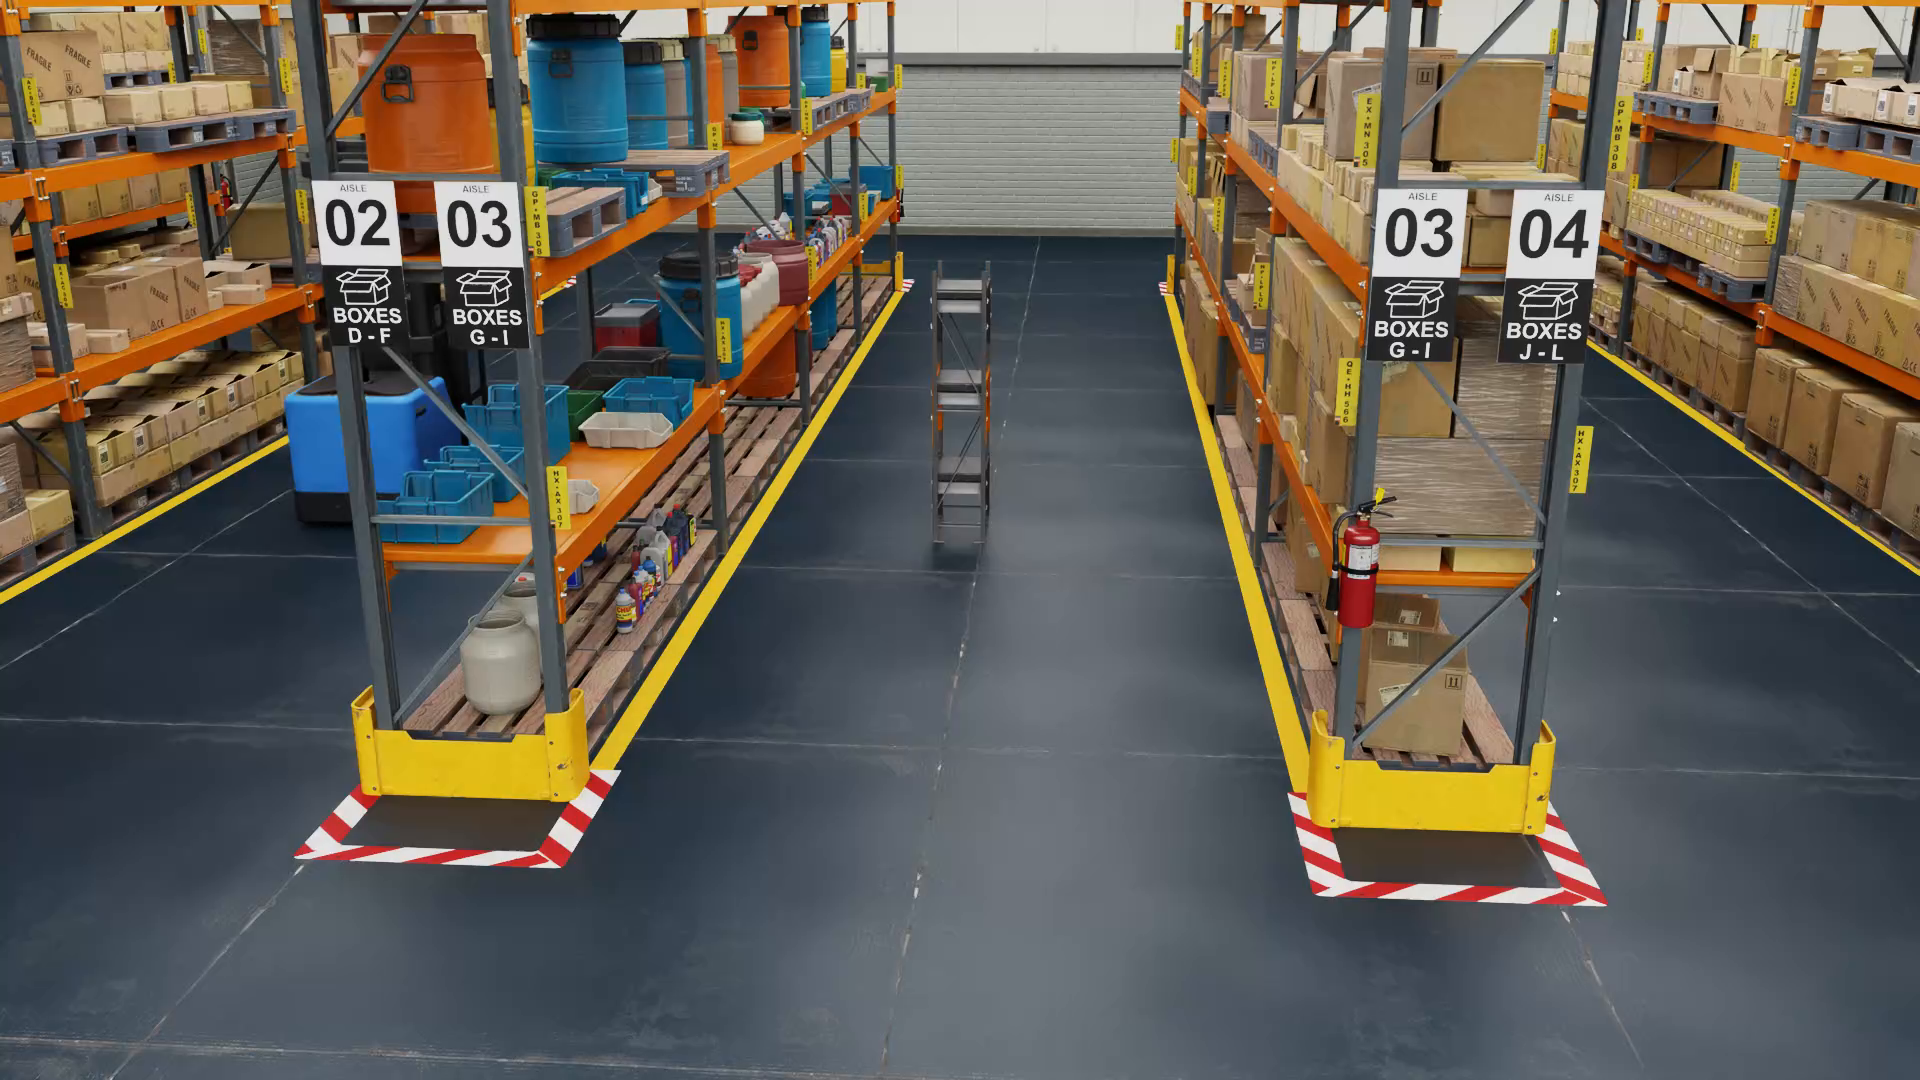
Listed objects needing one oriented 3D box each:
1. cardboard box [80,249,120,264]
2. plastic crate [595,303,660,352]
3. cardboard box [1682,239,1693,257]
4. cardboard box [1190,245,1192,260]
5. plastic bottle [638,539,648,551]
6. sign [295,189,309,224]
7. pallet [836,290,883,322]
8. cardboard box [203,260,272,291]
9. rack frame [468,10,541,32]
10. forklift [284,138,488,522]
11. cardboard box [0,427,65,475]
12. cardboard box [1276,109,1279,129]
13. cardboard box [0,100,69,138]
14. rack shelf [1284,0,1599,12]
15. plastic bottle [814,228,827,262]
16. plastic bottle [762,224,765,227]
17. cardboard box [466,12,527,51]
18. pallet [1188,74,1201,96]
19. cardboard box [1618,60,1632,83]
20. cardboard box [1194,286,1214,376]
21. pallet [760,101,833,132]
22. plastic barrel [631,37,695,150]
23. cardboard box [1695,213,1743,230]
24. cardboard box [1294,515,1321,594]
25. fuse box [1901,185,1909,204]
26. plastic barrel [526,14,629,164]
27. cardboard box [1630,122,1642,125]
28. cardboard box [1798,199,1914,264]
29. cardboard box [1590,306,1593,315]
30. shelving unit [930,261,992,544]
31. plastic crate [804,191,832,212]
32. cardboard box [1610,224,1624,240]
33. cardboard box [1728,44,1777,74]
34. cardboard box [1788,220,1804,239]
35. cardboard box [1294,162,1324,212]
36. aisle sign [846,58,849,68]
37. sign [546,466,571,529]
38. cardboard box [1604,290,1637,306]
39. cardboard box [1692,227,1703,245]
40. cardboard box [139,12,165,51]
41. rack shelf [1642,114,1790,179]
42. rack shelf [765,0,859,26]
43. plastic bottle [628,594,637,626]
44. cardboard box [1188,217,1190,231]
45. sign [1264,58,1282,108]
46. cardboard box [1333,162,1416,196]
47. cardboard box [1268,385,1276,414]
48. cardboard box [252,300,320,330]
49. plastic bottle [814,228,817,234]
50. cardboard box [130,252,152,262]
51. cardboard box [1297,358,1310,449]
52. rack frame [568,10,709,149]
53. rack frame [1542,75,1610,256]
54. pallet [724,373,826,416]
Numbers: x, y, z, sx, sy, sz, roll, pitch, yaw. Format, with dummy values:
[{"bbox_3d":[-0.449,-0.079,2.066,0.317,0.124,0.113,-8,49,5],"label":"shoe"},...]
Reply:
[{"bbox_3d":[-11.211,-3.692,21.671,0.380,0.149,0.250,2,18,6],"label":"cardboard box"},{"bbox_3d":[-2.536,-1.522,12.647,0.402,0.464,0.583,1,18,4],"label":"plastic crate"},{"bbox_3d":[7.576,-2.966,16.885,0.380,0.149,0.250,2,18,6],"label":"cardboard box"},{"bbox_3d":[3.504,-3.657,22.004,0.875,0.875,0.875,1,18,4],"label":"cardboard box"},{"bbox_3d":[-2.165,0.120,11.396,0.061,0.283,0.133,1,18,4],"label":"plastic bottle"},{"bbox_3d":[-6.365,-3.227,16.094,0.100,0.325,0.005,1,18,4],"label":"sign"},{"bbox_3d":[-1.593,-3.103,22.053,1.003,0.211,1.213,1,18,4],"label":"pallet"},{"bbox_3d":[-6.988,-2.534,15.981,0.500,0.311,0.500,2,18,7],"label":"cardboard box"},{"bbox_3d":[-6.345,-8.024,22.958,1.000,3.000,0.127,1,18,4],"label":"rack frame"},{"bbox_3d":[-4.678,-1.935,14.120,1.130,2.935,3.031,1,18,3],"label":"forklift"},{"bbox_3d":[-7.462,-0.737,13.197,0.500,0.311,0.500,1,18,4],"label":"cardboard box"},{"bbox_3d":[2.710,-3.322,13.127,0.380,0.166,0.250,1,18,2],"label":"cardboard box"},{"bbox_3d":[-7.152,-3.191,12.592,0.500,0.250,0.500,3,18,10],"label":"cardboard box"},{"bbox_3d":[2.532,-3.110,9.122,1.077,0.370,4.000,1,18,4],"label":"rack shelf"},{"bbox_3d":[-1.510,-3.160,17.830,0.144,0.351,0.185,1,18,4],"label":"plastic bottle"},{"bbox_3d":[-2.207,-3.383,18.617,0.061,0.283,0.133,1,18,4],"label":"plastic bottle"},{"bbox_3d":[-6.366,-6.961,22.766,0.700,0.500,0.500,1,18,4],"label":"cardboard box"},{"bbox_3d":[3.408,-5.723,20.897,1.003,0.211,1.213,1,18,4],"label":"pallet"},{"bbox_3d":[8.017,-5.468,19.414,0.500,0.250,0.500,1,18,2],"label":"cardboard box"},{"bbox_3d":[3.104,-2.146,17.393,1.225,0.875,0.875,1,18,4],"label":"cardboard box"},{"bbox_3d":[-1.826,-4.147,16.249,1.003,0.211,1.213,1,18,4],"label":"pallet"},{"bbox_3d":[-2.351,-3.567,13.368,0.600,0.901,0.708,1,18,4],"label":"plastic barrel"},{"bbox_3d":[7.557,-3.166,16.542,0.380,0.149,0.250,1,18,4],"label":"cardboard box"},{"bbox_3d":[2.573,0.066,11.243,0.500,0.500,0.500,7,20,21],"label":"cardboard box"},{"bbox_3d":[15.886,-5.776,27.804,0.539,1.711,0.414,1,18,4],"label":"fuse box"},{"bbox_3d":[-2.443,-2.890,10.630,0.600,0.901,0.708,1,18,4],"label":"plastic barrel"},{"bbox_3d":[8.654,-5.167,21.631,0.500,0.500,0.500,1,18,2],"label":"cardboard box"},{"bbox_3d":[7.860,-2.707,14.601,0.700,0.500,0.500,1,18,4],"label":"cardboard box"},{"bbox_3d":[7.951,-2.862,20.743,0.380,0.149,0.250,1,18,4],"label":"cardboard box"},{"bbox_3d":[0.012,-1.049,12.753,0.431,2.100,0.503,1,18,4],"label":"shelving unit"},{"bbox_3d":[-1.867,-4.438,21.824,0.416,0.233,0.300,1,18,4],"label":"plastic crate"},{"bbox_3d":[7.885,-3.623,19.566,0.380,0.149,0.250,1,18,2],"label":"cardboard box"},{"bbox_3d":[7.743,-4.692,16.217,0.396,0.266,0.258,1,18,4],"label":"cardboard box"},{"bbox_3d":[8.167,-2.985,15.990,0.380,0.149,0.250,1,18,4],"label":"cardboard box"},{"bbox_3d":[2.308,-2.125,10.015,0.500,0.250,0.500,1,18,2],"label":"cardboard box"},{"bbox_3d":[-1.696,-6.325,23.235,0.394,0.787,0.004,1,18,4],"label":"aisle sign"},{"bbox_3d":[-2.003,-0.210,8.301,0.100,0.325,0.005,1,18,4],"label":"sign"},{"bbox_3d":[7.933,-2.890,19.874,0.380,0.149,0.250,2,18,5],"label":"cardboard box"},{"bbox_3d":[7.555,-3.028,16.599,0.380,0.149,0.250,1,18,4],"label":"cardboard box"},{"bbox_3d":[-11.113,-6.851,22.399,0.500,0.500,0.500,2,18,6],"label":"cardboard box"},{"bbox_3d":[8.045,-4.028,16.738,1.077,0.370,4.000,1,18,4],"label":"rack shelf"},{"bbox_3d":[-1.835,-5.516,17.104,1.077,0.370,4.000,1,18,4],"label":"rack shelf"},{"bbox_3d":[-2.104,0.441,10.548,0.097,0.201,0.097,0,18,0],"label":"plastic bottle"},{"bbox_3d":[2.981,-3.850,20.260,0.380,0.149,0.250,1,18,3],"label":"cardboard box"},{"bbox_3d":[2.121,-3.093,11.265,0.100,0.325,0.005,1,18,4],"label":"sign"},{"bbox_3d":[2.137,-1.862,8.572,0.380,0.149,0.250,1,18,4],"label":"cardboard box"},{"bbox_3d":[2.329,-0.967,11.459,0.380,0.149,0.250,1,18,4],"label":"cardboard box"},{"bbox_3d":[-7.086,-2.379,17.469,0.500,0.250,0.500,2,18,6],"label":"cardboard box"},{"bbox_3d":[-1.595,-3.313,18.423,0.097,0.271,0.097,0,18,0],"label":"plastic bottle"},{"bbox_3d":[-11.339,-3.597,22.422,0.700,0.500,0.500,2,18,5],"label":"cardboard box"},{"bbox_3d":[2.498,-0.808,9.932,0.875,0.500,0.500,1,18,4],"label":"cardboard box"},{"bbox_3d":[-2.265,-4.185,11.243,1.000,3.000,0.127,1,18,4],"label":"rack frame"},{"bbox_3d":[8.475,-4.808,22.780,1.000,3.000,0.127,1,18,4],"label":"rack frame"},{"bbox_3d":[-1.963,-1.497,17.153,1.003,0.211,1.213,1,18,4],"label":"pallet"}]
